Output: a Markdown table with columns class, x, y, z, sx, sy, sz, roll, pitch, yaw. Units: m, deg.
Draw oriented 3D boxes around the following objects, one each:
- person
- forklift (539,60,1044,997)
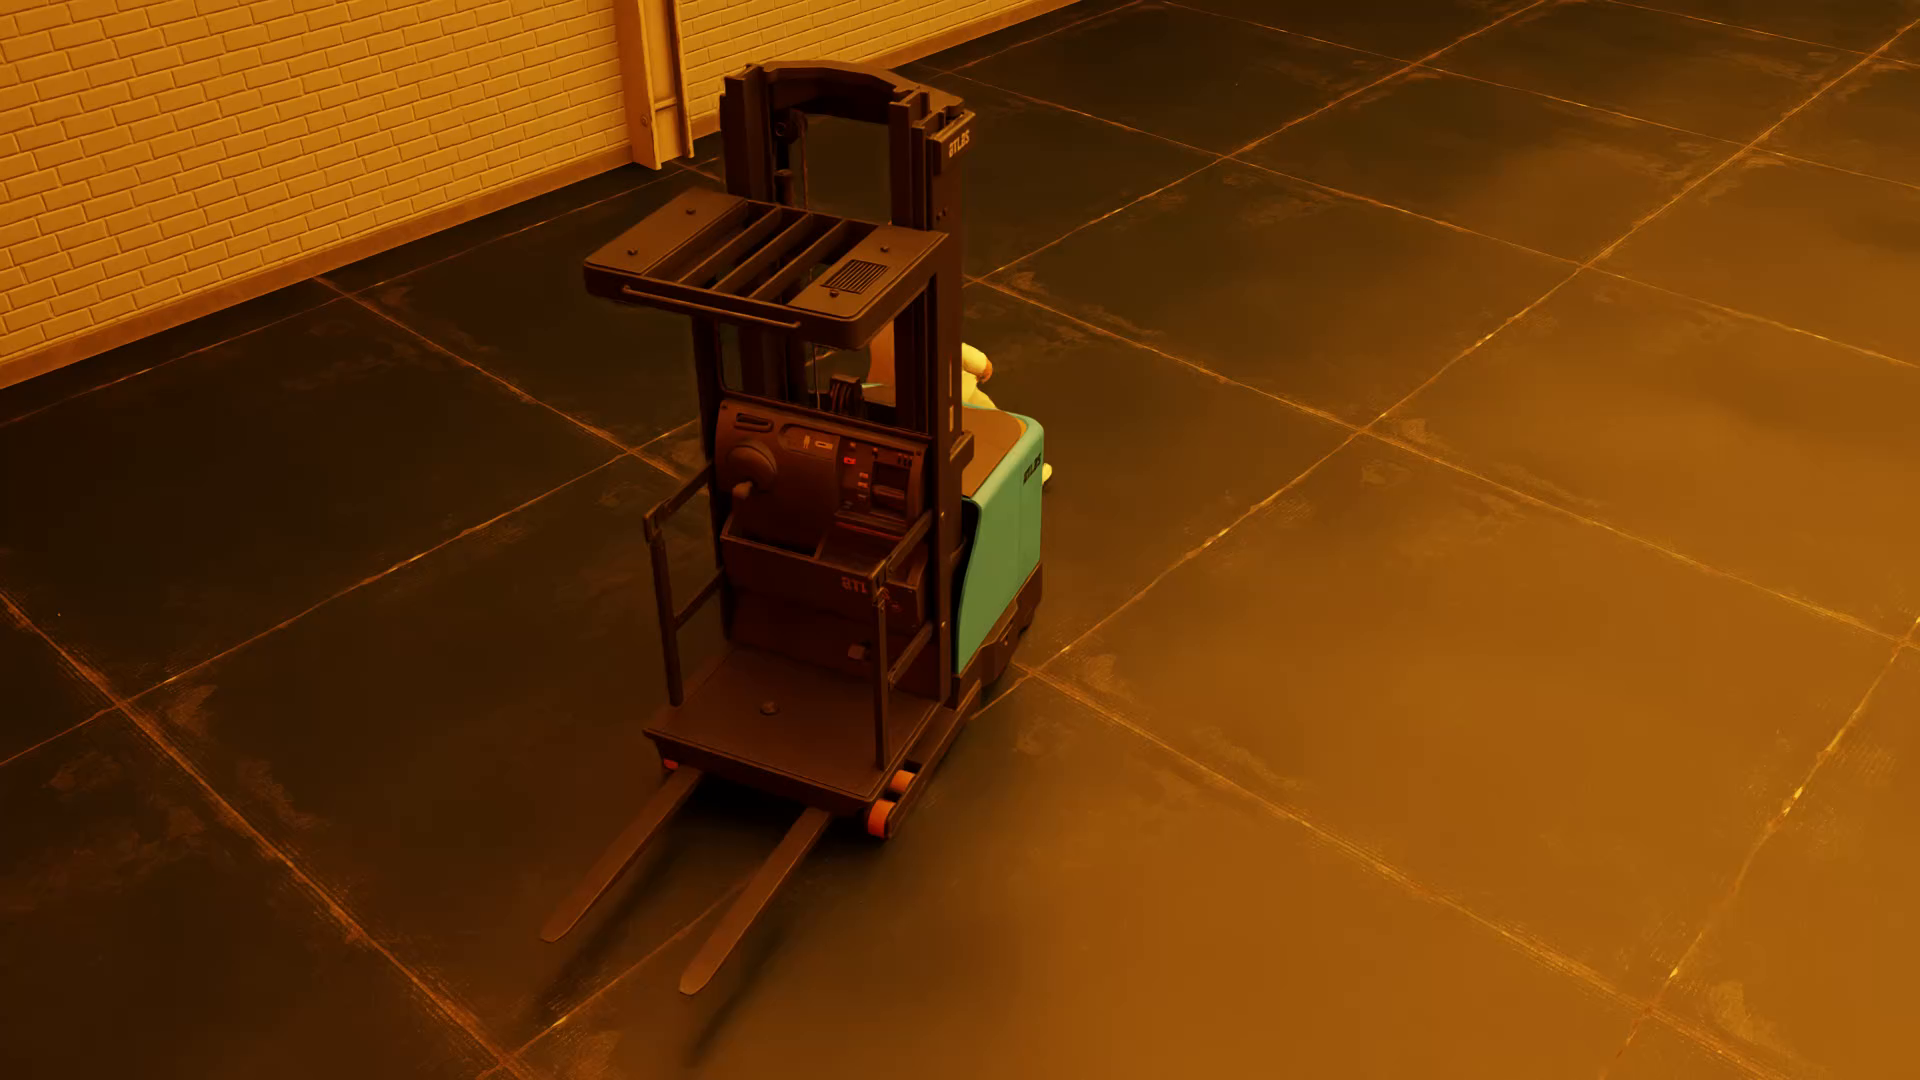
| class | x | y | z | sx | sy | sz | roll | pitch | yaw |
| --- | --- | --- | --- | --- | --- | --- | --- | --- | --- |
| person | -0.178 | -0.996 | 8.850 | 1.036 | 1.626 | 0.977 | -26 | 42 | -32 |
| forklift | -0.658 | -0.234 | 6.561 | 1.130 | 2.935 | 3.031 | 14 | 37 | 20 |
